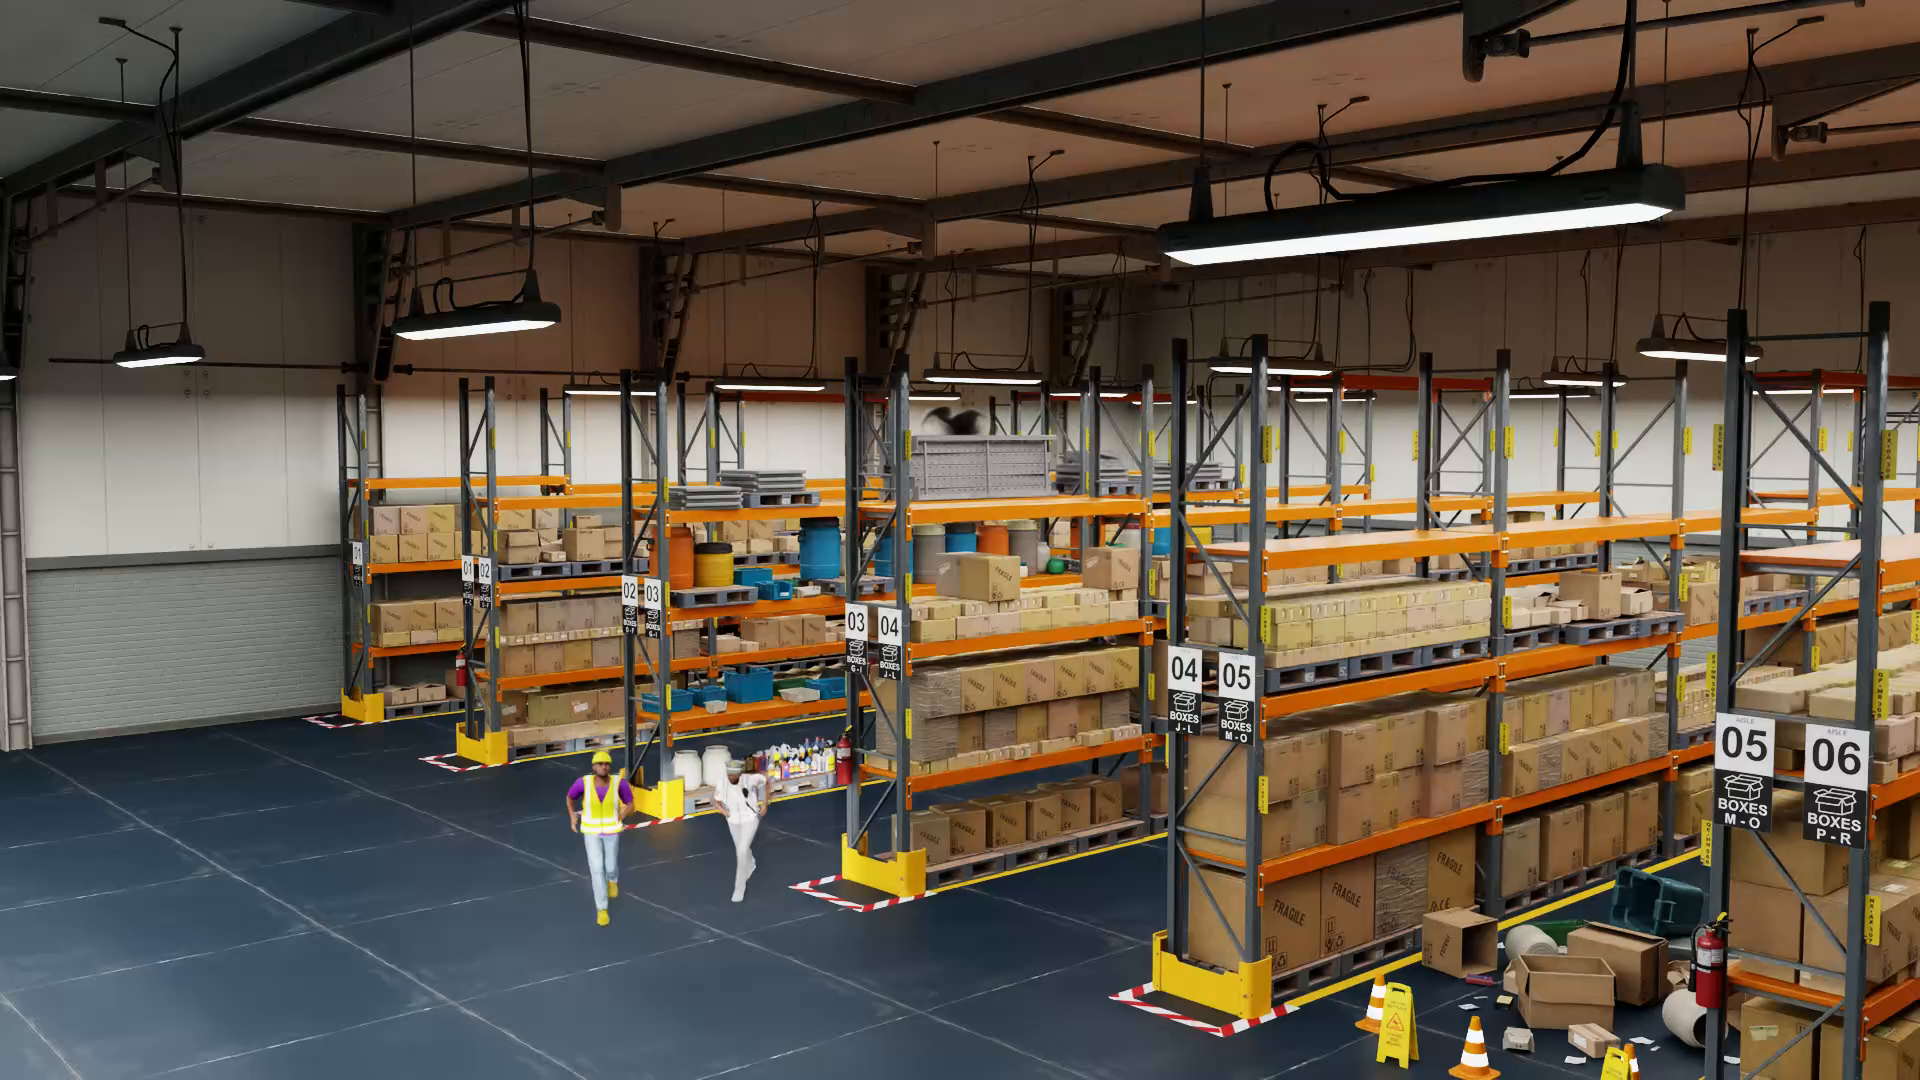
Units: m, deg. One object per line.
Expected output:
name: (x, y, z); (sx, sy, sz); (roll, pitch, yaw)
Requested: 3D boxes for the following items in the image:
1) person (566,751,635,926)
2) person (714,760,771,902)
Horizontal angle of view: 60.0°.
person: (-3.829, 3.116, 17.746); (0.709, 1.768, 0.980); (-1, 4, -16)
person: (-2.407, 3.188, 18.593); (0.619, 1.621, 0.975); (0, 4, 6)
